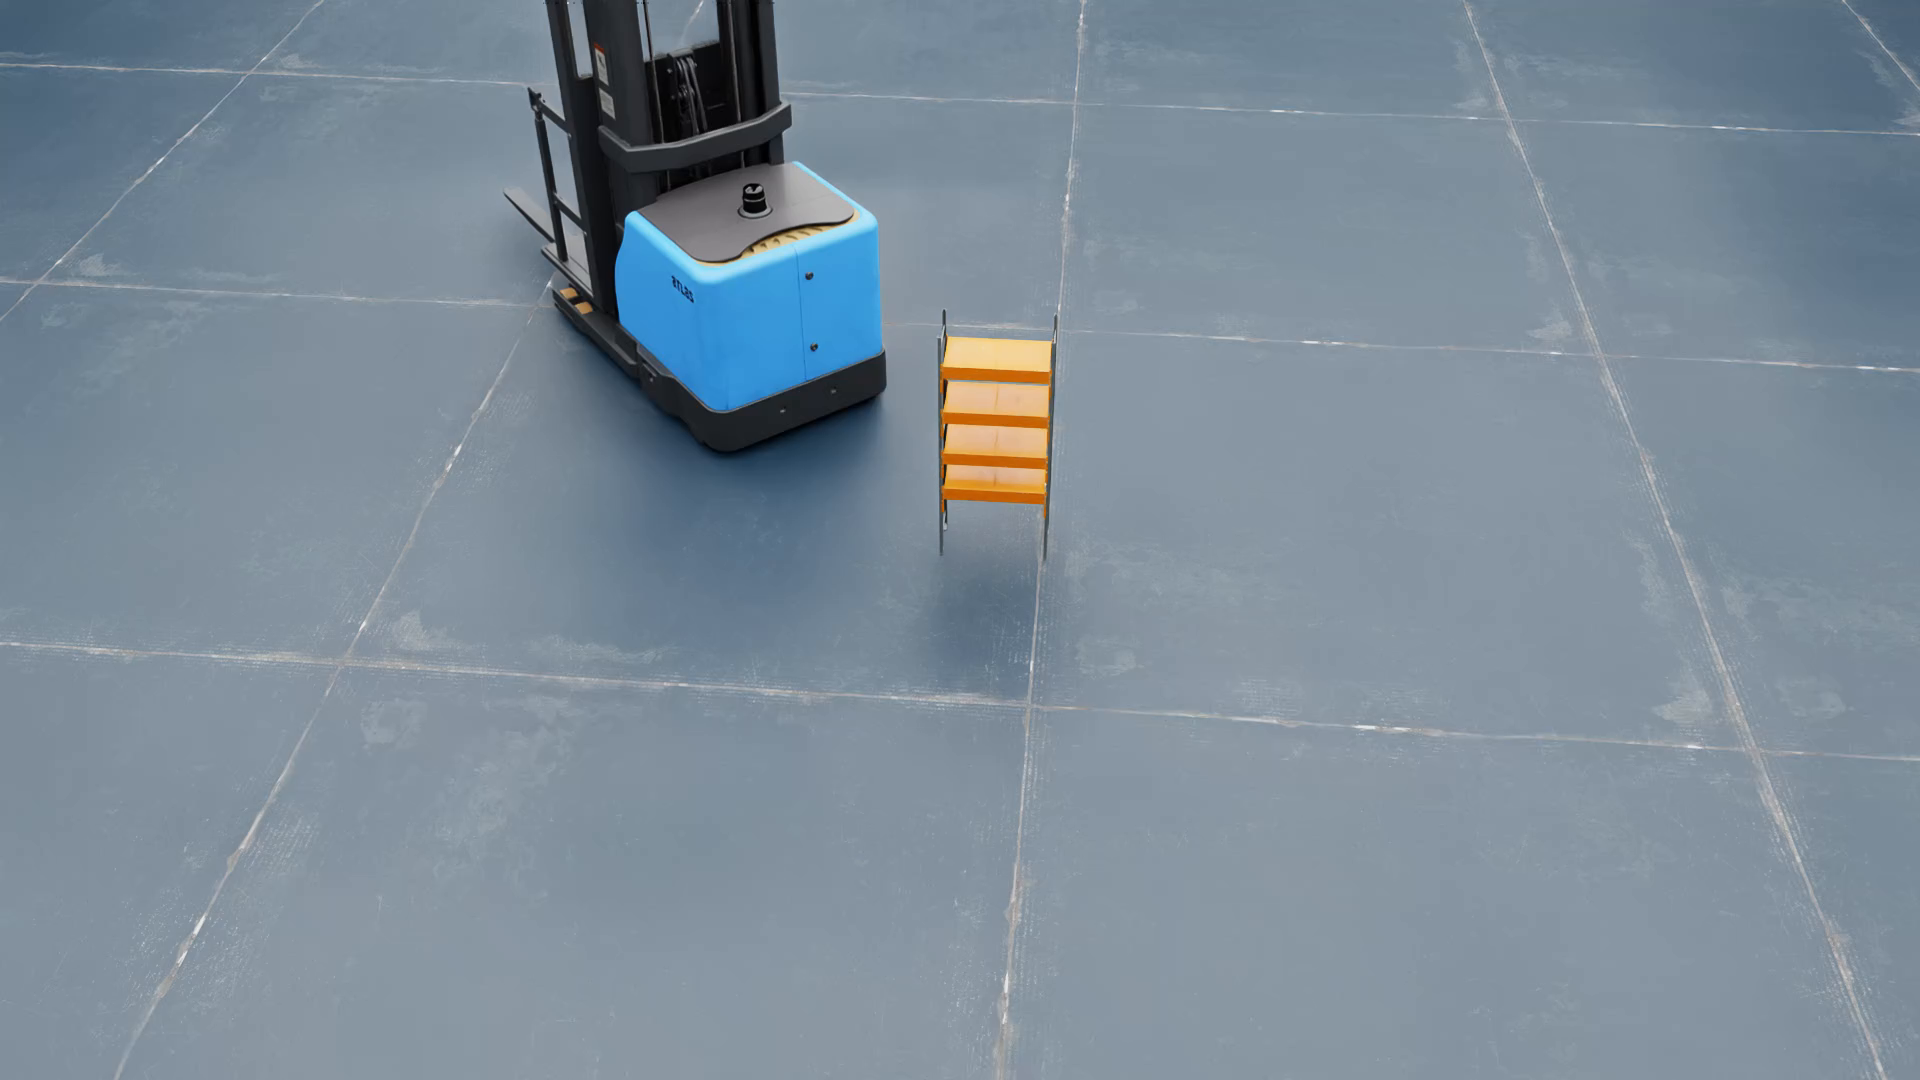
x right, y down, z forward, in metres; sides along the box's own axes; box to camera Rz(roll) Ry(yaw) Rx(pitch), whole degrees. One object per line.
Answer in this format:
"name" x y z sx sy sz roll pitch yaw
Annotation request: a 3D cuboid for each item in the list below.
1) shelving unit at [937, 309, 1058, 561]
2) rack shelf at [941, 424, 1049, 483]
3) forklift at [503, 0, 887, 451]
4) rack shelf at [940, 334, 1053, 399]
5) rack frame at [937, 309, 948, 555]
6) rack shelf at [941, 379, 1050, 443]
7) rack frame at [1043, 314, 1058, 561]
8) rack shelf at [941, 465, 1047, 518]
"shelving unit" 0.165 -0.456 7.531 0.503 1.200 0.258 3 39 4
"rack shelf" 0.165 -0.404 7.573 0.480 0.148 0.258 3 39 4
"forklift" -1.655 -2.468 8.631 1.130 2.935 3.031 -24 45 -27
"rack shelf" 0.165 -0.761 7.283 0.480 0.148 0.258 3 39 4
"rack frame" -0.078 -0.470 7.547 0.015 1.200 0.240 3 39 4
"rack shelf" 0.165 -0.578 7.432 0.480 0.148 0.258 3 39 4
"rack frame" 0.408 -0.443 7.514 0.015 1.200 0.240 3 39 4
"rack shelf" 0.165 -0.250 7.698 0.480 0.148 0.258 3 39 4
